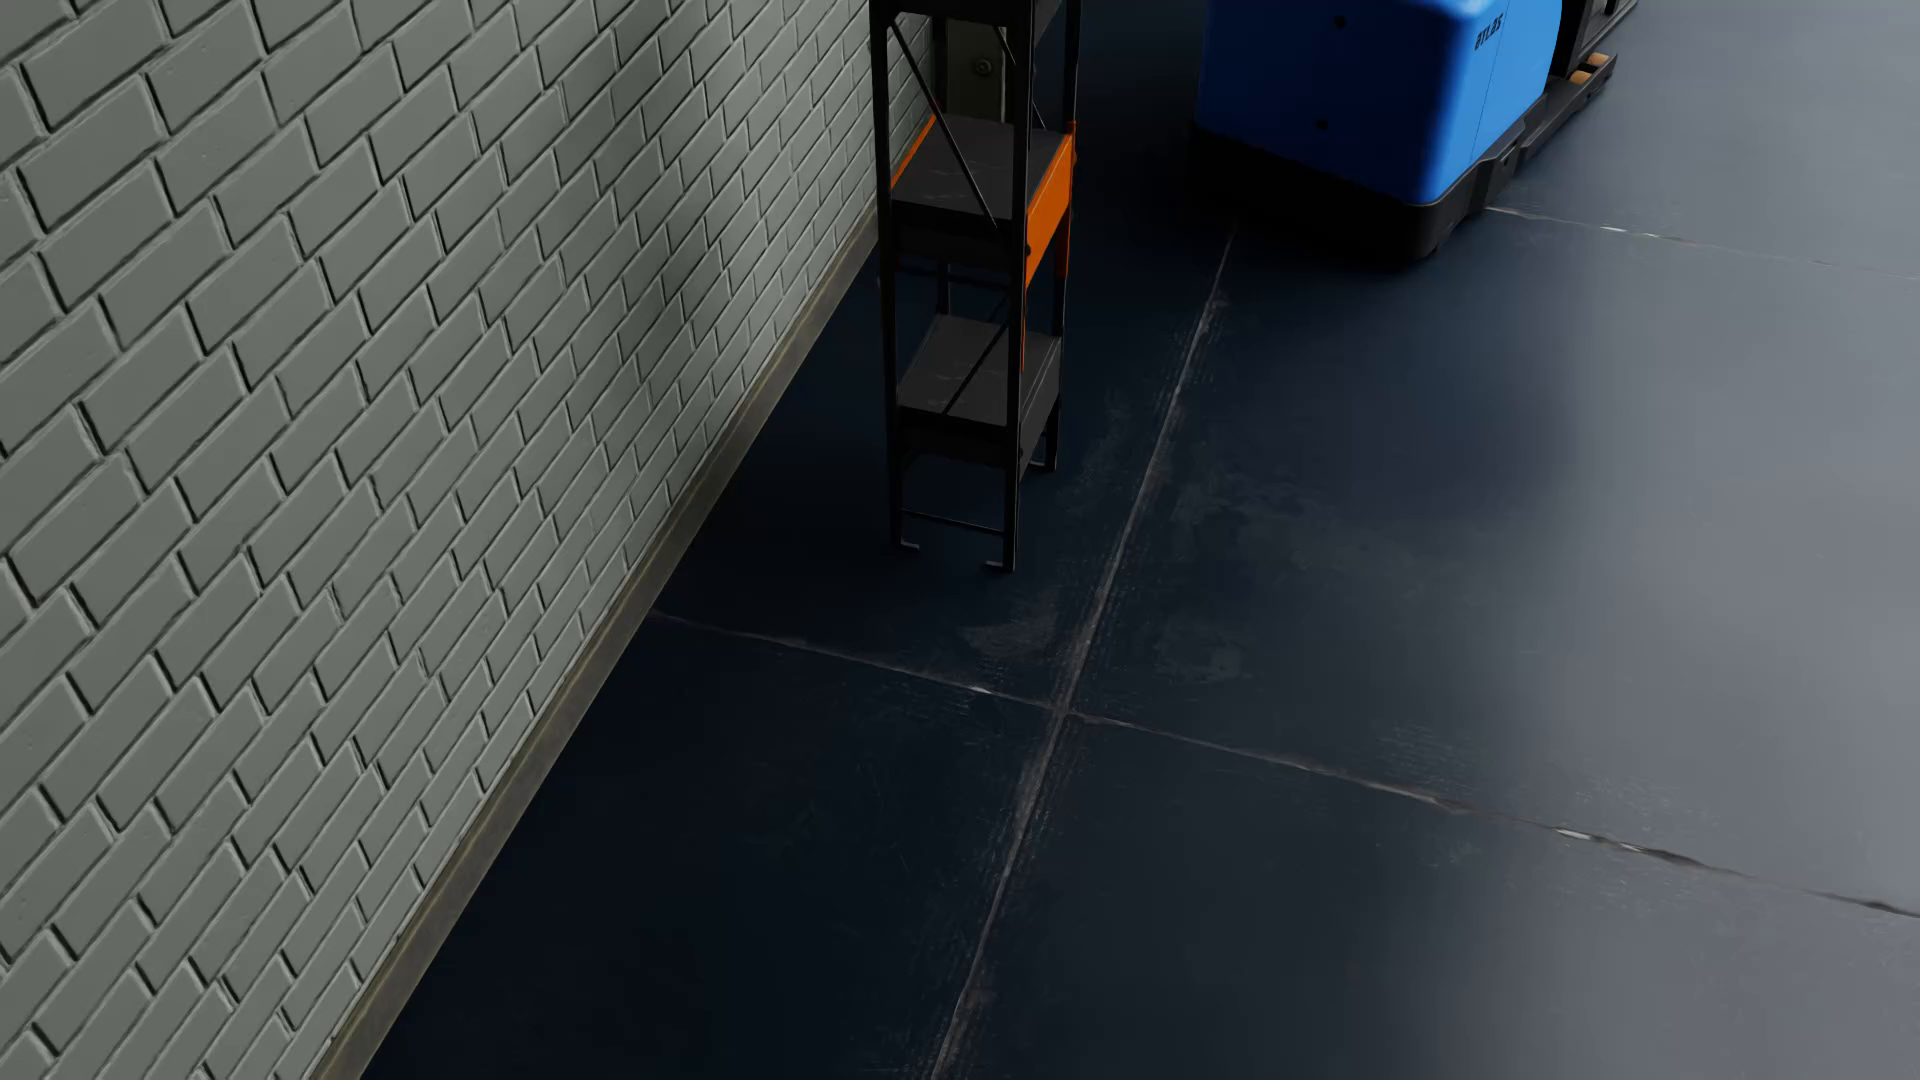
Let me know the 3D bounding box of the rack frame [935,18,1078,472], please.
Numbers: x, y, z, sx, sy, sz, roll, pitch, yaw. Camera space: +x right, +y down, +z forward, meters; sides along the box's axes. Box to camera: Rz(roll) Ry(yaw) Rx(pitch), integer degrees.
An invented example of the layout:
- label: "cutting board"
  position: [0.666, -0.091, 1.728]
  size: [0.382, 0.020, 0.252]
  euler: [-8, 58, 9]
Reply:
- label: "rack frame"
  position: [0.124, -1.023, 4.795]
  size: [0.400, 2.100, 0.015]
  euler: [13, 46, 13]

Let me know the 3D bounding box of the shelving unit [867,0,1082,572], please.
- label: "shelving unit"
  position: [0.050, -0.861, 4.628]
  size: [0.431, 2.100, 0.503]
  euler: [13, 46, 13]

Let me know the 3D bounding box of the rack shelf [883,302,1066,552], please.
- label: "rack shelf"
  position: [0.050, -0.351, 5.127]
  size: [0.431, 0.518, 0.480]
  euler: [13, 46, 13]

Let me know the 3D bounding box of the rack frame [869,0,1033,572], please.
- label: "rack frame"
  position: [-0.024, -0.698, 4.462]
  size: [0.400, 2.100, 0.015]
  euler: [13, 46, 13]

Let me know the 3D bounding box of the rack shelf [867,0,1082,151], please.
- label: "rack shelf"
  position: [0.050, -1.351, 4.148]
  size: [0.431, 0.518, 0.480]
  euler: [13, 46, 13]

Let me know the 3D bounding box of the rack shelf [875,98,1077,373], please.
- label: "rack shelf"
  position: [0.050, -0.851, 4.638]
  size: [0.431, 0.518, 0.480]
  euler: [13, 46, 13]

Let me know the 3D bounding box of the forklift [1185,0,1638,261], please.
- label: "forklift"
  position: [2.187, -3.074, 6.296]
  size: [1.130, 2.935, 3.031]
  euler: [28, 51, 26]

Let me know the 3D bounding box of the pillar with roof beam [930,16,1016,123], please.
- label: "pillar with roof beam"
  position: [4.182, -4.069, 2.974]
  size: [9.100, 9.000, 0.400]
  euler: [13, 46, 13]
